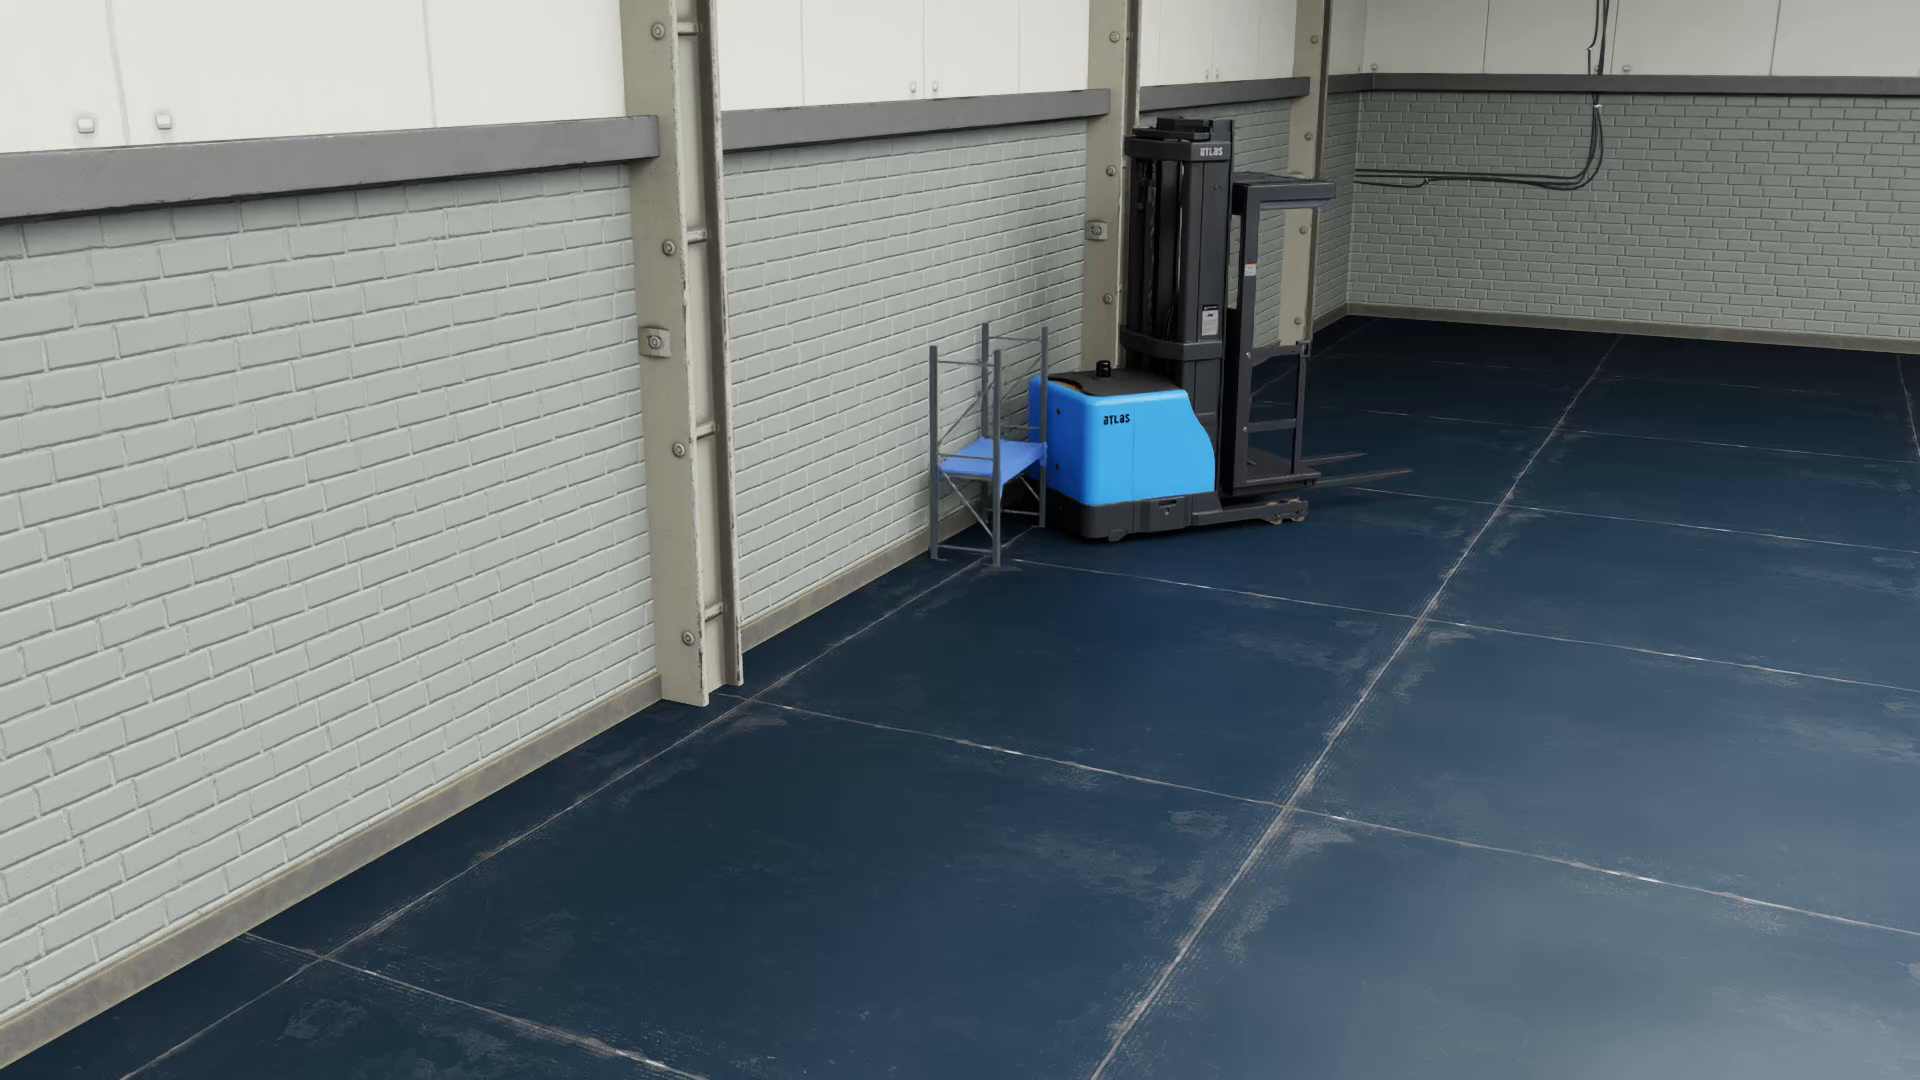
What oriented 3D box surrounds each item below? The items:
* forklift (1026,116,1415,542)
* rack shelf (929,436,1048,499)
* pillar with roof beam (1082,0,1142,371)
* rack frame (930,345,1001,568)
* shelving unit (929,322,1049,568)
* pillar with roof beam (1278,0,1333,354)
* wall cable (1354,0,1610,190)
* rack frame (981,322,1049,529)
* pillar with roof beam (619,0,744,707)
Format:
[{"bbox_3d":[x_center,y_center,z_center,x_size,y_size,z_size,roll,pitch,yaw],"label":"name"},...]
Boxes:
[{"bbox_3d":[2.062,-1.651,12.434,3.031,2.935,1.130,-7,18,-23],"label":"forklift"},{"bbox_3d":[0.216,-0.522,11.778,0.538,0.185,1.000,6,18,20],"label":"rack shelf"},{"bbox_3d":[5.096,-4.462,11.243,9.100,9.000,0.400,8,18,25],"label":"pillar with roof beam"},{"bbox_3d":[0.035,-0.559,11.272,0.500,1.500,0.032,6,18,20],"label":"rack frame"},{"bbox_3d":[0.216,-0.695,11.727,0.538,1.500,1.048,6,18,20],"label":"shelving unit"},{"bbox_3d":[7.777,-5.990,16.388,9.100,9.000,0.400,8,18,25],"label":"pillar with roof beam"},{"bbox_3d":[6.425,-5.632,20.634,3.097,2.526,0.112,8,18,25],"label":"wall cable"},{"bbox_3d":[0.397,-0.830,12.182,0.500,1.500,0.032,6,18,20],"label":"rack frame"},{"bbox_3d":[2.415,-2.934,6.097,9.100,9.000,0.400,8,18,25],"label":"pillar with roof beam"}]
